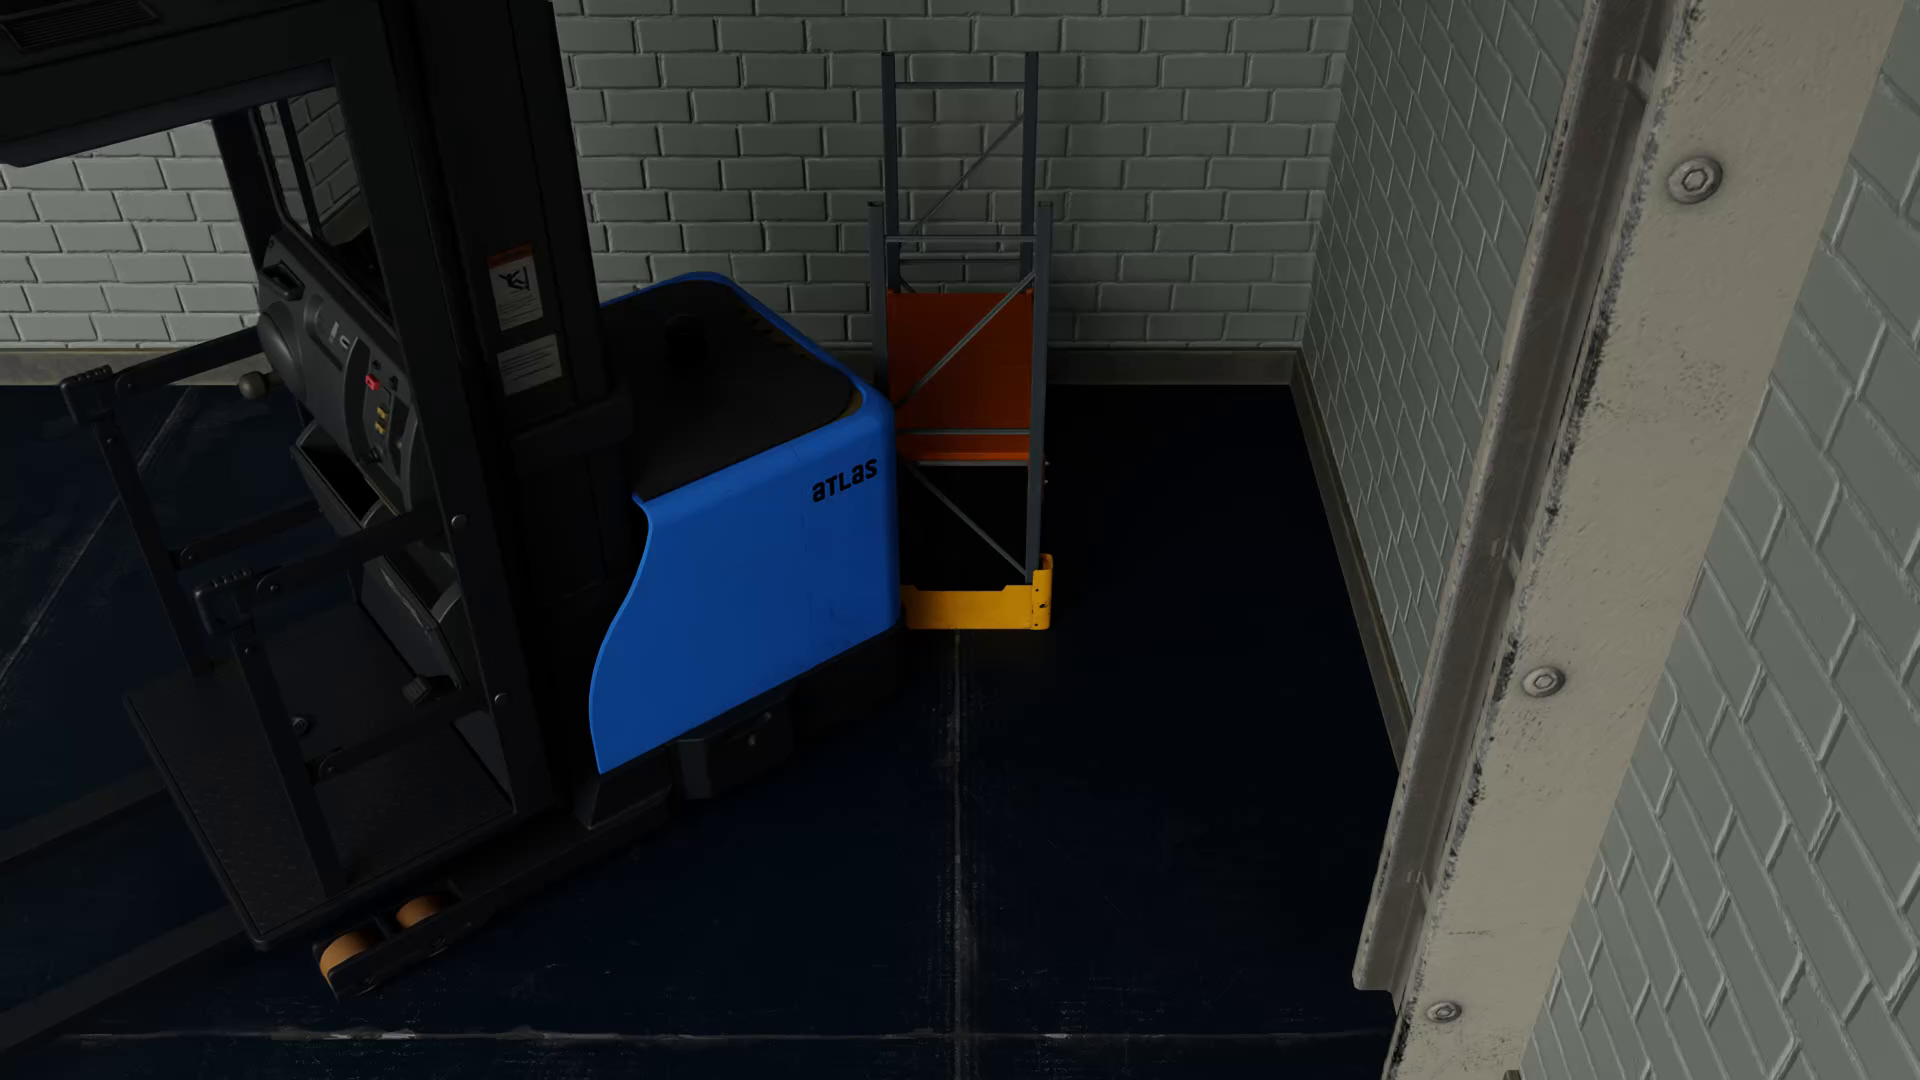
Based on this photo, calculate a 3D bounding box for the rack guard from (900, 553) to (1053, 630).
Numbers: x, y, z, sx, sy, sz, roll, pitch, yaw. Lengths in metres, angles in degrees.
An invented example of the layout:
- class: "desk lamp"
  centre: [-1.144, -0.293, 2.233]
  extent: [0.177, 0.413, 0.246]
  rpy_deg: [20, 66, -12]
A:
- class: "rack guard"
  centre: [0.000, 0.166, 5.343]
  extent: [0.587, 0.250, 0.087]
  rpy_deg: [0, 39, 0]

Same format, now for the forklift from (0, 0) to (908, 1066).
- class: "forklift"
  centre: [-1.636, -0.348, 3.840]
  extent: [3.031, 2.935, 1.130]
  rpy_deg: [-26, 45, -29]

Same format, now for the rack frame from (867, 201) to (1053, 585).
- class: "rack frame"
  centre: [0.000, -0.321, 4.951]
  extent: [0.500, 1.500, 0.032]
  rpy_deg: [0, 39, 0]

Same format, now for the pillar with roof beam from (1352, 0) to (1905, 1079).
- class: "pillar with roof beam"
  centre: [-3.128, -2.259, 1.372]
  extent: [9.100, 9.000, 0.400]
  rpy_deg: [0, 39, 0]

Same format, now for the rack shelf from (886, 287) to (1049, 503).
- class: "rack shelf"
  centre: [0.000, -0.498, 5.460]
  extent: [0.538, 0.185, 1.000]
  rpy_deg: [0, 39, 0]

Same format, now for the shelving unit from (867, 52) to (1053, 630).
- class: "shelving unit"
  centre: [0.000, -0.633, 5.340]
  extent: [0.587, 1.500, 1.083]
  rpy_deg: [0, 39, 0]

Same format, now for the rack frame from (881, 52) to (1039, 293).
- class: "rack frame"
  centre: [-0.001, -0.957, 5.744]
  extent: [0.500, 1.500, 0.032]
  rpy_deg: [0, 39, 0]
